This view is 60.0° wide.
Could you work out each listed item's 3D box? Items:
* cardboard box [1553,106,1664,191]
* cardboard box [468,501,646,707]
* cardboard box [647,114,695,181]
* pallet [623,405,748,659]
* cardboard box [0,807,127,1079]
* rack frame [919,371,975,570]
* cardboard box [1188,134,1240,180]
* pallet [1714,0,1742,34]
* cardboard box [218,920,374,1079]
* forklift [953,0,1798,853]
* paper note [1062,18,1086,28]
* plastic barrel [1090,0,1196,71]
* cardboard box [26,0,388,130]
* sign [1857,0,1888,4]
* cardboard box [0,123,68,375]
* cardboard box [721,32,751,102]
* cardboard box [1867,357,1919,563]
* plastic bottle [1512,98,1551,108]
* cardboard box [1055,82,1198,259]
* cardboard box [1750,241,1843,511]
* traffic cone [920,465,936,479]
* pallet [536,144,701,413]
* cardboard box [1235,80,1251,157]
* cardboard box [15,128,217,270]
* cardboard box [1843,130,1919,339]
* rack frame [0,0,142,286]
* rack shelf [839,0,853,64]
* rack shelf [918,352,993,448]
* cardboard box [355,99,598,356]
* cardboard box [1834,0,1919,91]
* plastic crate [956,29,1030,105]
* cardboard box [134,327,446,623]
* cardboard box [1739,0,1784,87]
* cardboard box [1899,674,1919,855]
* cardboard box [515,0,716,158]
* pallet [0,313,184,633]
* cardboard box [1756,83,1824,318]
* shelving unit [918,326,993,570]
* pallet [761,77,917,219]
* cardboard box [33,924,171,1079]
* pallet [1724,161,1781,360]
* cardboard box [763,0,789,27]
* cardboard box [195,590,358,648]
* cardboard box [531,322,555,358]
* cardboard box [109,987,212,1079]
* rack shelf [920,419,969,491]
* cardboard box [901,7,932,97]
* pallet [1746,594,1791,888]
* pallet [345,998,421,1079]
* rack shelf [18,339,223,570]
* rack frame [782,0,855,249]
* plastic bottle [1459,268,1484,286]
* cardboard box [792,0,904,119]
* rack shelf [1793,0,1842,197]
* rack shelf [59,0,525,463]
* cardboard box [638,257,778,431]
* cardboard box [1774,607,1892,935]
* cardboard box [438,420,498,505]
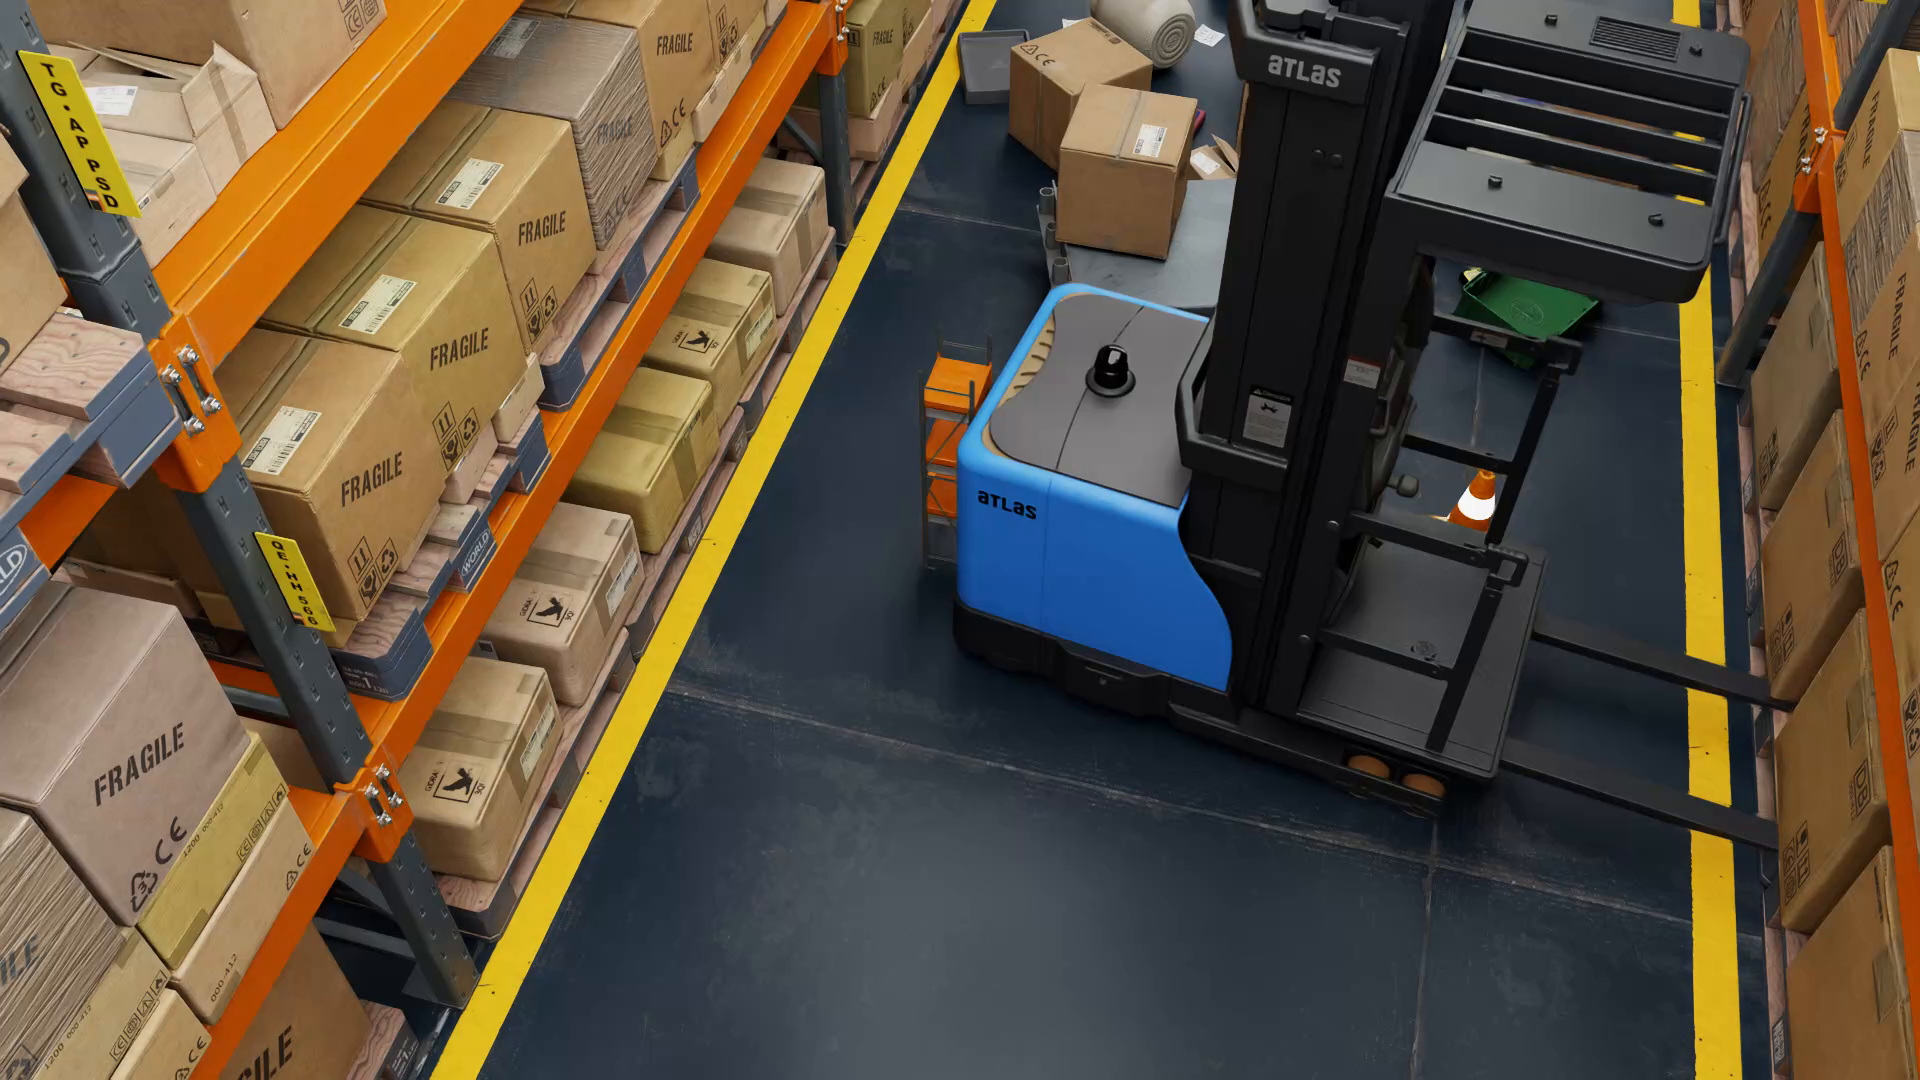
[{"bbox_3d":[3.218,-2.112,8.198,0.500,0.500,0.500,19,51,16],"label":"cardboard box"},{"bbox_3d":[-1.711,0.165,5.995,0.950,0.372,0.625,11,49,9],"label":"cardboard box"},{"bbox_3d":[-1.155,-1.411,5.801,0.380,0.149,0.250,12,50,10],"label":"cardboard box"},{"bbox_3d":[-1.526,-0.146,6.657,1.003,0.211,1.213,12,50,10],"label":"pallet"},{"bbox_3d":[-2.067,0.811,3.219,0.500,0.500,0.500,12,50,11],"label":"cardboard box"},{"bbox_3d":[-0.046,-0.220,6.163,0.200,1.050,0.008,12,50,10],"label":"rack frame"},{"bbox_3d":[1.282,-1.778,8.061,0.258,0.266,0.396,-19,51,-16],"label":"cardboard box"},{"bbox_3d":[4.717,-2.990,9.167,1.003,0.211,1.213,12,50,10],"label":"pallet"},{"bbox_3d":[-2.318,1.423,4.549,0.875,0.875,0.875,11,50,10],"label":"cardboard box"},{"bbox_3d":[1.540,-0.456,5.116,3.031,2.935,1.130,18,51,15],"label":"forklift"},{"bbox_3d":[0.642,-2.822,9.139,0.142,0.019,0.148,-4,49,-3],"label":"paper note"},{"bbox_3d":[0.967,-2.765,8.827,0.421,0.421,0.512,-27,54,-22],"label":"plastic barrel"},{"bbox_3d":[-1.797,-1.333,3.777,0.700,0.500,0.500,12,50,10],"label":"cardboard box"},{"bbox_3d":[3.263,-2.034,5.834,0.100,0.325,0.005,12,50,10],"label":"sign"},{"bbox_3d":[-2.010,-0.487,2.748,0.797,0.503,0.637,9,49,8],"label":"cardboard box"},{"bbox_3d":[-0.992,-1.765,6.114,0.380,0.149,0.250,11,49,9],"label":"cardboard box"},{"bbox_3d":[3.001,-0.226,4.801,0.500,0.500,0.500,12,50,11],"label":"cardboard box"},{"bbox_3d":[2.900,-2.224,8.591,0.283,0.061,0.133,-4,49,-3],"label":"plastic bottle"},{"bbox_3d":[0.722,-1.611,7.252,0.500,0.500,0.500,12,50,10],"label":"cardboard box"},{"bbox_3d":[3.722,-0.541,6.366,1.050,0.750,0.750,11,50,10],"label":"cardboard box"},{"bbox_3d":[0.021,-0.504,6.805,0.336,0.463,0.334,12,50,10],"label":"traffic cone"},{"bbox_3d":[-1.574,-1.000,5.679,1.003,0.211,1.213,12,50,10],"label":"pallet"},{"bbox_3d":[1.792,-2.181,8.168,0.797,0.637,0.503,12,50,10],"label":"cardboard box"},{"bbox_3d":[-1.809,-0.728,3.477,0.380,0.149,0.250,12,50,10],"label":"cardboard box"},{"bbox_3d":[3.269,-0.954,5.443,0.500,0.500,0.500,12,50,10],"label":"cardboard box"},{"bbox_3d":[-2.056,-1.609,2.087,1.000,3.000,0.127,12,50,10],"label":"rack frame"},{"bbox_3d":[-0.477,-3.726,8.436,1.077,0.370,4.000,12,50,10],"label":"rack shelf"},{"bbox_3d":[-0.014,-0.489,6.036,0.215,0.259,0.240,12,50,10],"label":"rack shelf"},{"bbox_3d":[-1.451,-0.938,4.951,0.500,0.500,0.500,12,50,11],"label":"cardboard box"},{"bbox_3d":[3.885,-1.932,6.274,0.875,0.550,0.550,12,50,10],"label":"cardboard box"},{"bbox_3d":[0.201,-2.525,8.844,0.402,0.080,0.583,-4,49,-3],"label":"plastic crate"},{"bbox_3d":[-1.714,-0.174,4.277,0.500,0.500,0.500,10,49,9],"label":"cardboard box"},{"bbox_3d":[4.507,-2.802,8.278,0.875,0.875,0.875,11,49,9],"label":"cardboard box"},{"bbox_3d":[2.738,0.508,4.154,0.500,0.500,0.500,12,50,10],"label":"cardboard box"},{"bbox_3d":[-1.174,-1.677,5.603,0.500,0.500,0.500,13,50,11],"label":"cardboard box"},{"bbox_3d":[-2.174,-0.078,2.862,1.213,0.211,1.003,14,50,12],"label":"pallet"},{"bbox_3d":[4.032,-1.490,7.121,0.875,0.875,0.875,12,50,11],"label":"cardboard box"},{"bbox_3d":[-0.014,-0.309,6.241,0.215,1.050,0.252,12,50,10],"label":"shelving unit"},{"bbox_3d":[-0.860,-2.087,8.370,1.003,0.211,1.213,12,50,10],"label":"pallet"},{"bbox_3d":[-2.070,1.032,3.524,0.500,0.250,0.500,10,49,9],"label":"cardboard box"},{"bbox_3d":[4.075,-1.225,7.609,1.003,0.211,1.213,12,50,10],"label":"pallet"},{"bbox_3d":[-0.872,-2.146,6.450,0.380,0.149,0.250,12,50,11],"label":"cardboard box"},{"bbox_3d":[-1.791,0.122,4.448,0.380,0.149,0.250,9,49,8],"label":"cardboard box"},{"bbox_3d":[-1.487,-0.649,5.129,0.380,0.149,0.250,14,50,12],"label":"cardboard box"},{"bbox_3d":[-2.058,1.215,3.695,0.500,0.250,0.500,12,50,11],"label":"cardboard box"},{"bbox_3d":[-0.014,-0.302,6.249,0.215,0.259,0.240,12,50,10],"label":"rack shelf"},{"bbox_3d":[-0.458,-2.508,8.436,0.500,0.250,0.500,14,50,12],"label":"cardboard box"},{"bbox_3d":[3.349,0.768,5.851,1.003,0.211,1.213,12,50,10],"label":"pallet"},{"bbox_3d":[-2.336,1.854,4.892,1.003,0.211,1.213,12,50,10],"label":"pallet"},{"bbox_3d":[-2.582,1.068,2.205,1.077,0.370,4.000,12,50,10],"label":"rack shelf"},{"bbox_3d":[-1.003,-2.517,6.890,1.000,3.000,0.127,12,50,10],"label":"rack frame"},{"bbox_3d":[2.416,-1.139,7.633,0.133,0.061,0.283,-11,50,-10],"label":"plastic bottle"},{"bbox_3d":[-0.587,-2.368,7.812,0.500,0.500,0.500,14,50,12],"label":"cardboard box"},{"bbox_3d":[4.325,-2.822,7.639,1.077,0.370,4.000,12,50,10],"label":"rack shelf"},{"bbox_3d":[-1.529,-1.825,4.758,1.077,0.370,4.000,12,50,10],"label":"rack shelf"},{"bbox_3d":[-1.325,-0.886,6.923,0.950,0.372,0.625,14,50,12],"label":"cardboard box"},{"bbox_3d":[3.220,0.830,5.156,1.050,0.750,0.750,12,50,11],"label":"cardboard box"},{"bbox_3d":[-1.568,-0.265,4.789,0.380,0.149,0.250,9,49,8],"label":"cardboard box"}]
